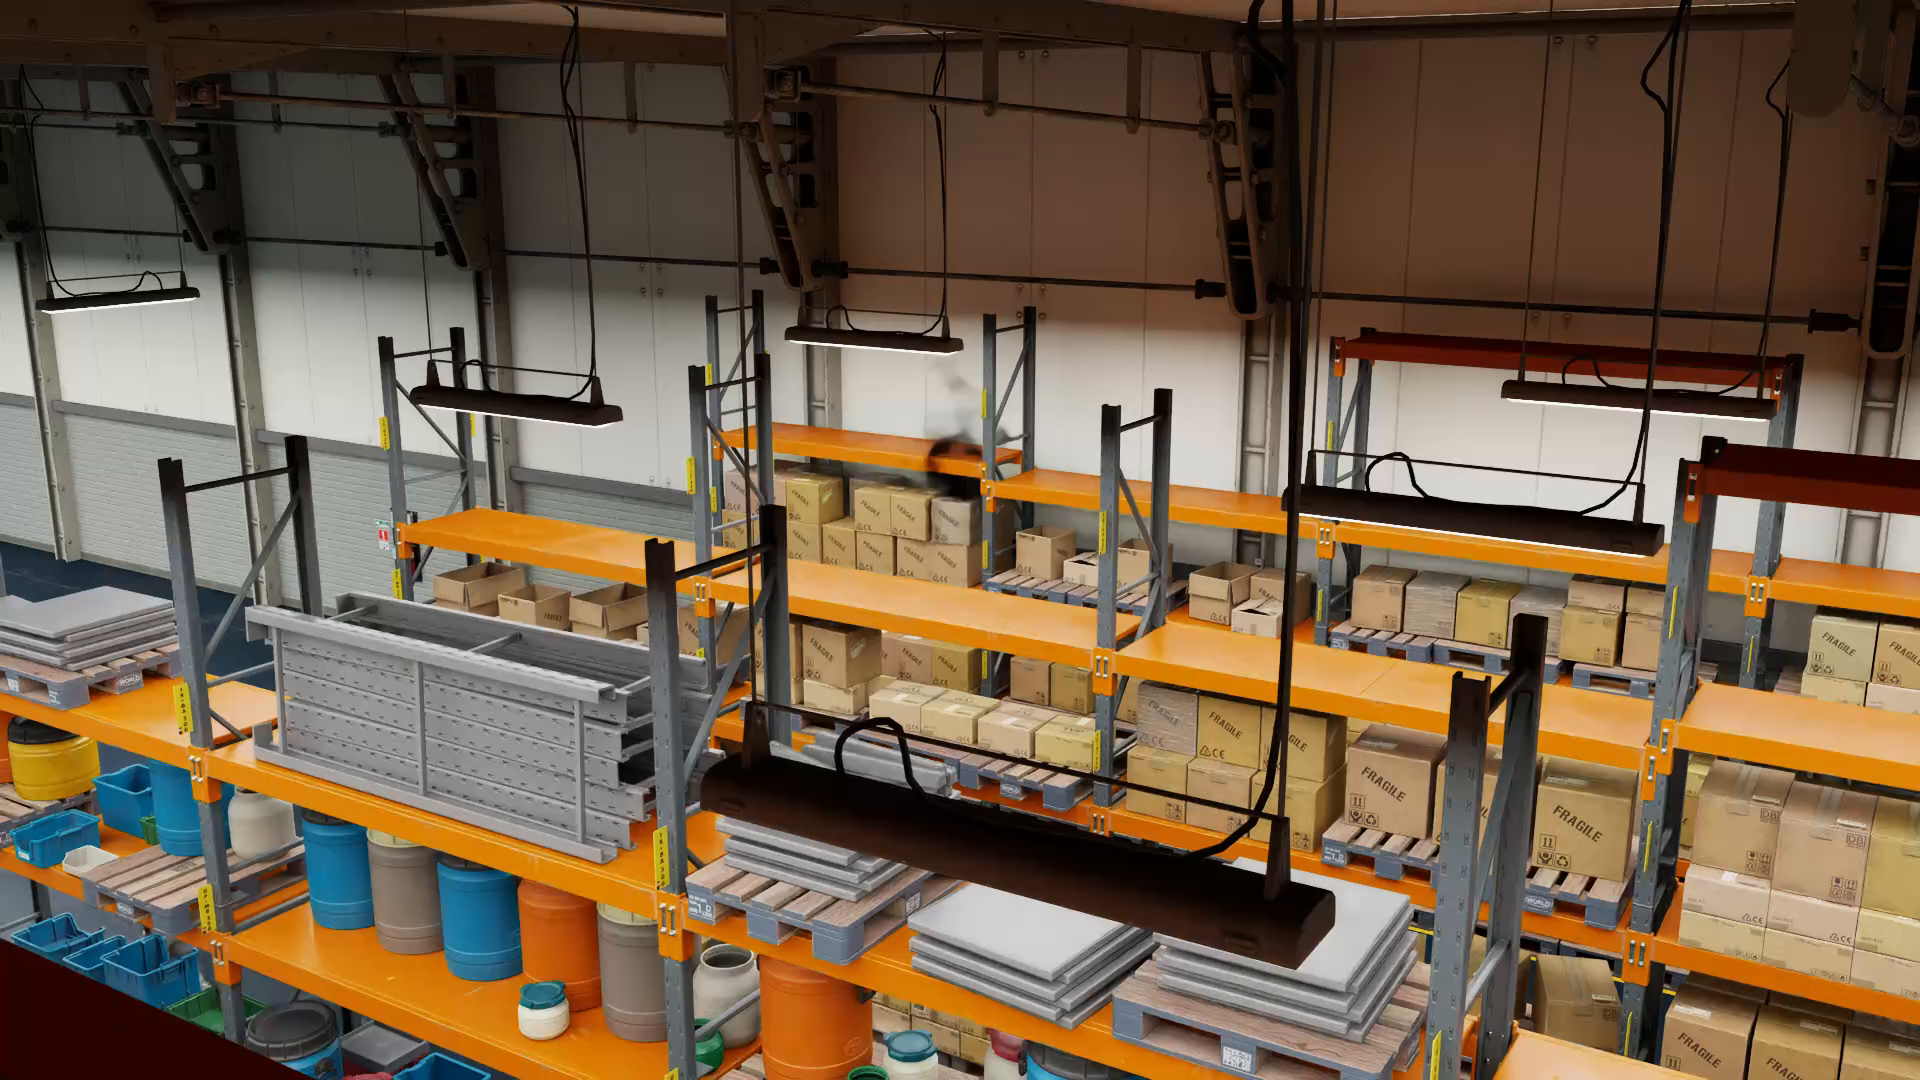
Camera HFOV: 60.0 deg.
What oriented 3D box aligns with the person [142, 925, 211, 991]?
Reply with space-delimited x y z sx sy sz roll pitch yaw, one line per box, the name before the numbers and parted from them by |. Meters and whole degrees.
person | -7.227 3.570 15.219 0.861 1.765 0.738 6 15 24
